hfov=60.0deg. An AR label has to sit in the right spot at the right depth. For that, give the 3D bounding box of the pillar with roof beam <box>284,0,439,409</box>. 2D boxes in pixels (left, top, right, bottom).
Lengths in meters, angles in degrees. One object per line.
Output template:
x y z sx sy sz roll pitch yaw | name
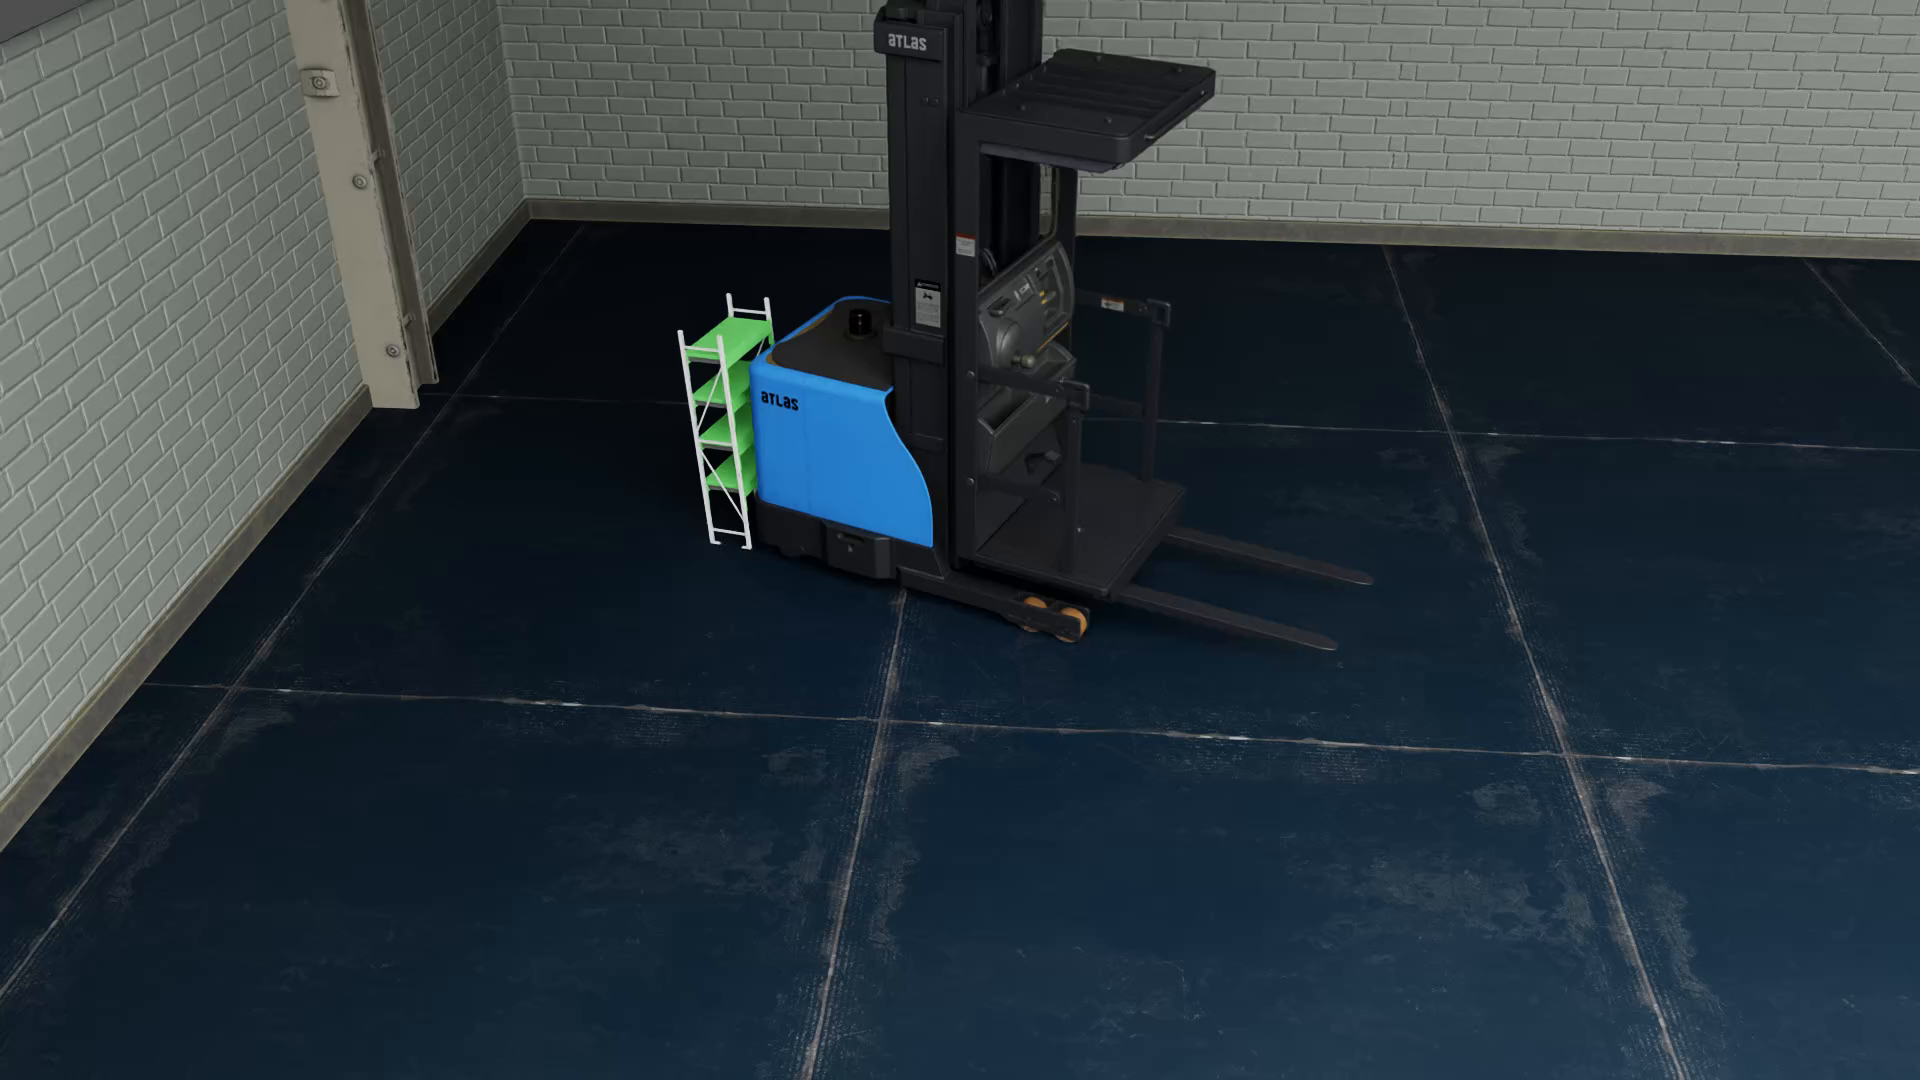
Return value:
0.875 -4.549 7.555 9.100 9.000 0.400 2 32 4 | pillar with roof beam

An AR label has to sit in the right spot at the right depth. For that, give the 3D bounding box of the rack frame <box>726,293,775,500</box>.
-1.048 -0.726 8.769 0.240 1.200 0.015 9 32 21 | rack frame

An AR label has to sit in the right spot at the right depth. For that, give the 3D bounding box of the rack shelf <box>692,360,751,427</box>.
-1.150 -0.759 8.488 0.258 0.148 0.480 9 32 21 | rack shelf

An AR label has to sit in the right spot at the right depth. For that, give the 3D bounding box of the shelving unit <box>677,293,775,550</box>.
-1.139 -0.607 8.576 0.258 1.200 0.503 9 32 21 | shelving unit

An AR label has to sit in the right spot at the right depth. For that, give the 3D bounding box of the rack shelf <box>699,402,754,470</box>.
-1.136 -0.552 8.608 0.258 0.148 0.480 9 32 21 | rack shelf

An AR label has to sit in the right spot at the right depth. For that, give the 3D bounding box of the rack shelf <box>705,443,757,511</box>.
-1.121 -0.345 8.729 0.258 0.148 0.480 9 32 21 | rack shelf

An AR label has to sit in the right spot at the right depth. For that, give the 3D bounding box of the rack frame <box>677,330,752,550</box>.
-1.231 -0.489 8.384 0.240 1.200 0.015 9 32 21 | rack frame

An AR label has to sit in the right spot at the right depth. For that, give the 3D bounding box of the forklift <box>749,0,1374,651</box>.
0.498 -1.076 7.702 3.031 2.935 1.130 15 35 23 | forklift

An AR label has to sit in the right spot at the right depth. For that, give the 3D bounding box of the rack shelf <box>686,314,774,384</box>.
-1.164 -0.966 8.367 0.258 0.148 0.480 9 32 21 | rack shelf
